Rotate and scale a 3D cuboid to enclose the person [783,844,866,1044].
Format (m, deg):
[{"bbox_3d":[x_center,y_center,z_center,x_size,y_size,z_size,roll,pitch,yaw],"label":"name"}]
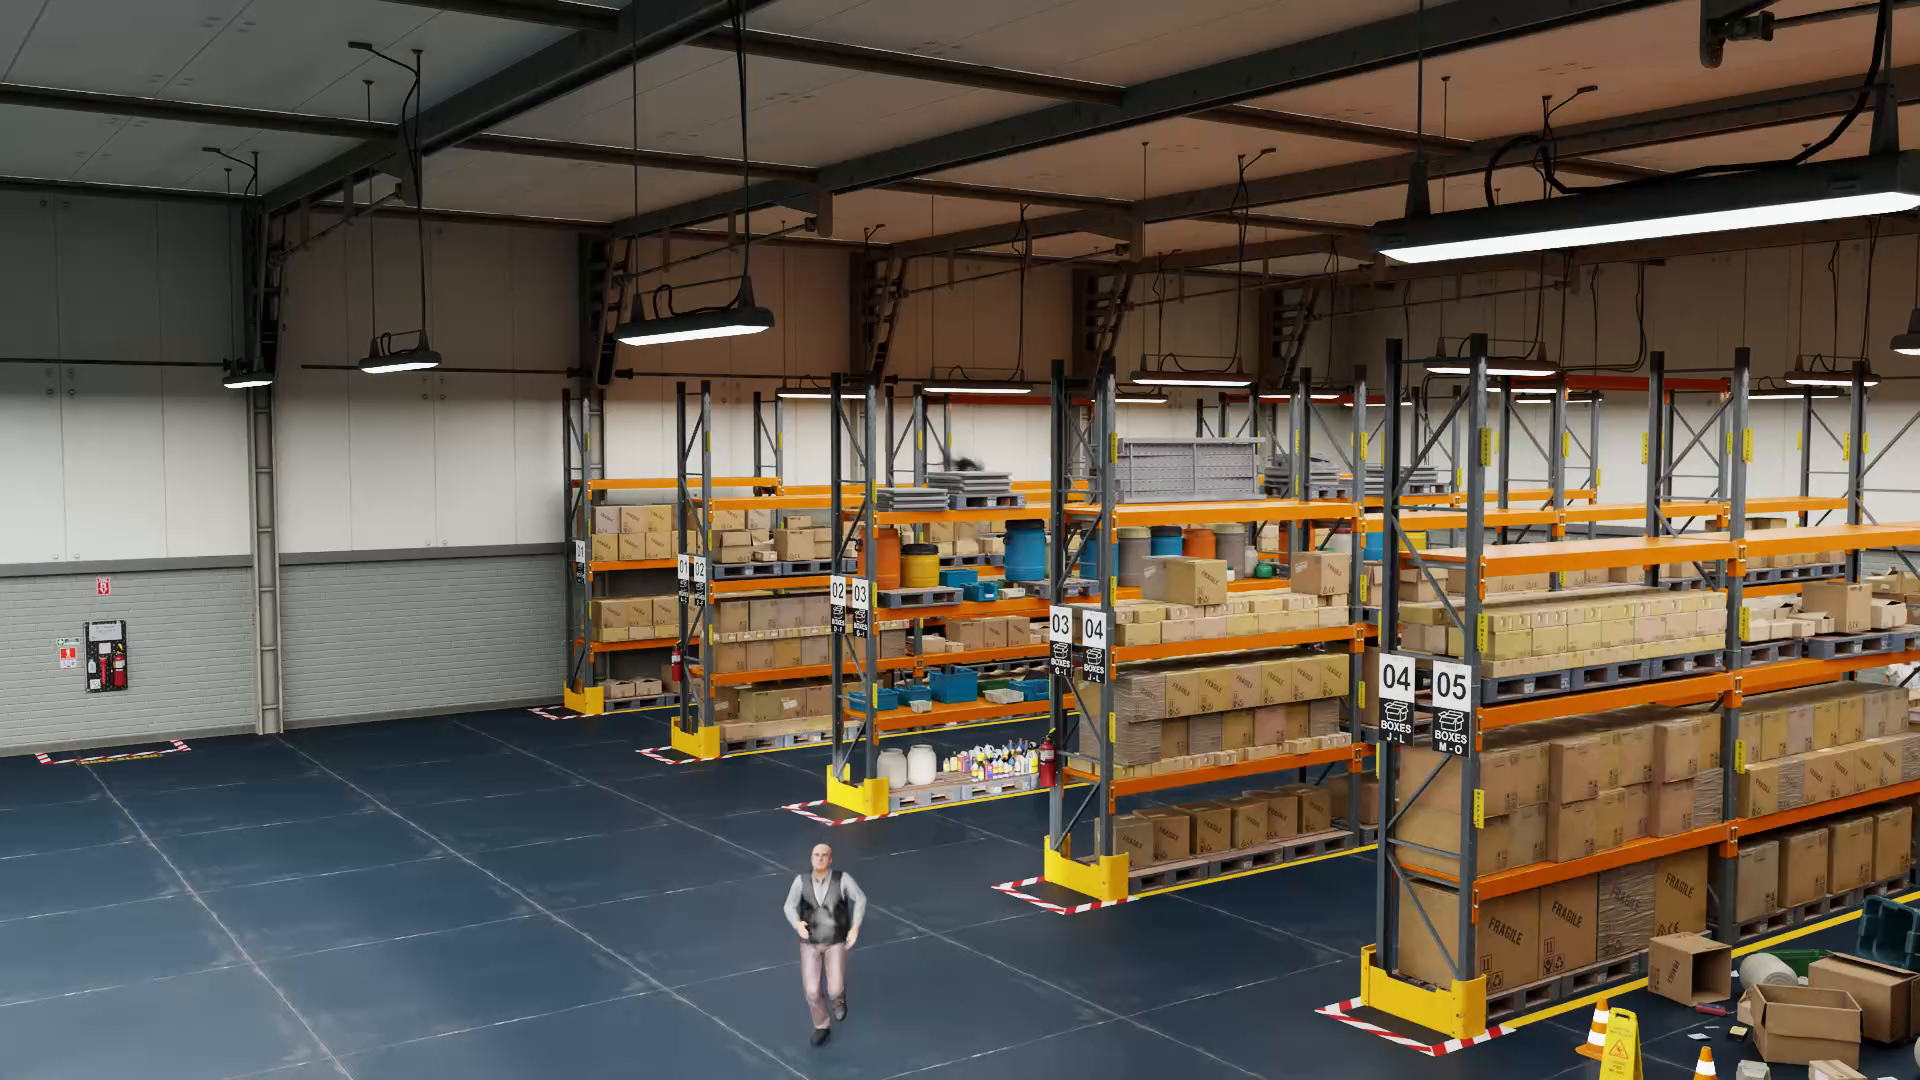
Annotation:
[{"bbox_3d":[-1.157,3.419,14.105,0.698,1.688,0.591,0,4,2],"label":"person"}]

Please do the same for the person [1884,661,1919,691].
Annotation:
[{"bbox_3d":[15.584,2.599,27.252,0.694,1.681,0.840,1,4,13],"label":"person"}]

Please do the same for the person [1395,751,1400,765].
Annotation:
[{"bbox_3d":[6.980,2.633,26.124,0.806,1.741,0.588,-3,5,-41],"label":"person"}]
